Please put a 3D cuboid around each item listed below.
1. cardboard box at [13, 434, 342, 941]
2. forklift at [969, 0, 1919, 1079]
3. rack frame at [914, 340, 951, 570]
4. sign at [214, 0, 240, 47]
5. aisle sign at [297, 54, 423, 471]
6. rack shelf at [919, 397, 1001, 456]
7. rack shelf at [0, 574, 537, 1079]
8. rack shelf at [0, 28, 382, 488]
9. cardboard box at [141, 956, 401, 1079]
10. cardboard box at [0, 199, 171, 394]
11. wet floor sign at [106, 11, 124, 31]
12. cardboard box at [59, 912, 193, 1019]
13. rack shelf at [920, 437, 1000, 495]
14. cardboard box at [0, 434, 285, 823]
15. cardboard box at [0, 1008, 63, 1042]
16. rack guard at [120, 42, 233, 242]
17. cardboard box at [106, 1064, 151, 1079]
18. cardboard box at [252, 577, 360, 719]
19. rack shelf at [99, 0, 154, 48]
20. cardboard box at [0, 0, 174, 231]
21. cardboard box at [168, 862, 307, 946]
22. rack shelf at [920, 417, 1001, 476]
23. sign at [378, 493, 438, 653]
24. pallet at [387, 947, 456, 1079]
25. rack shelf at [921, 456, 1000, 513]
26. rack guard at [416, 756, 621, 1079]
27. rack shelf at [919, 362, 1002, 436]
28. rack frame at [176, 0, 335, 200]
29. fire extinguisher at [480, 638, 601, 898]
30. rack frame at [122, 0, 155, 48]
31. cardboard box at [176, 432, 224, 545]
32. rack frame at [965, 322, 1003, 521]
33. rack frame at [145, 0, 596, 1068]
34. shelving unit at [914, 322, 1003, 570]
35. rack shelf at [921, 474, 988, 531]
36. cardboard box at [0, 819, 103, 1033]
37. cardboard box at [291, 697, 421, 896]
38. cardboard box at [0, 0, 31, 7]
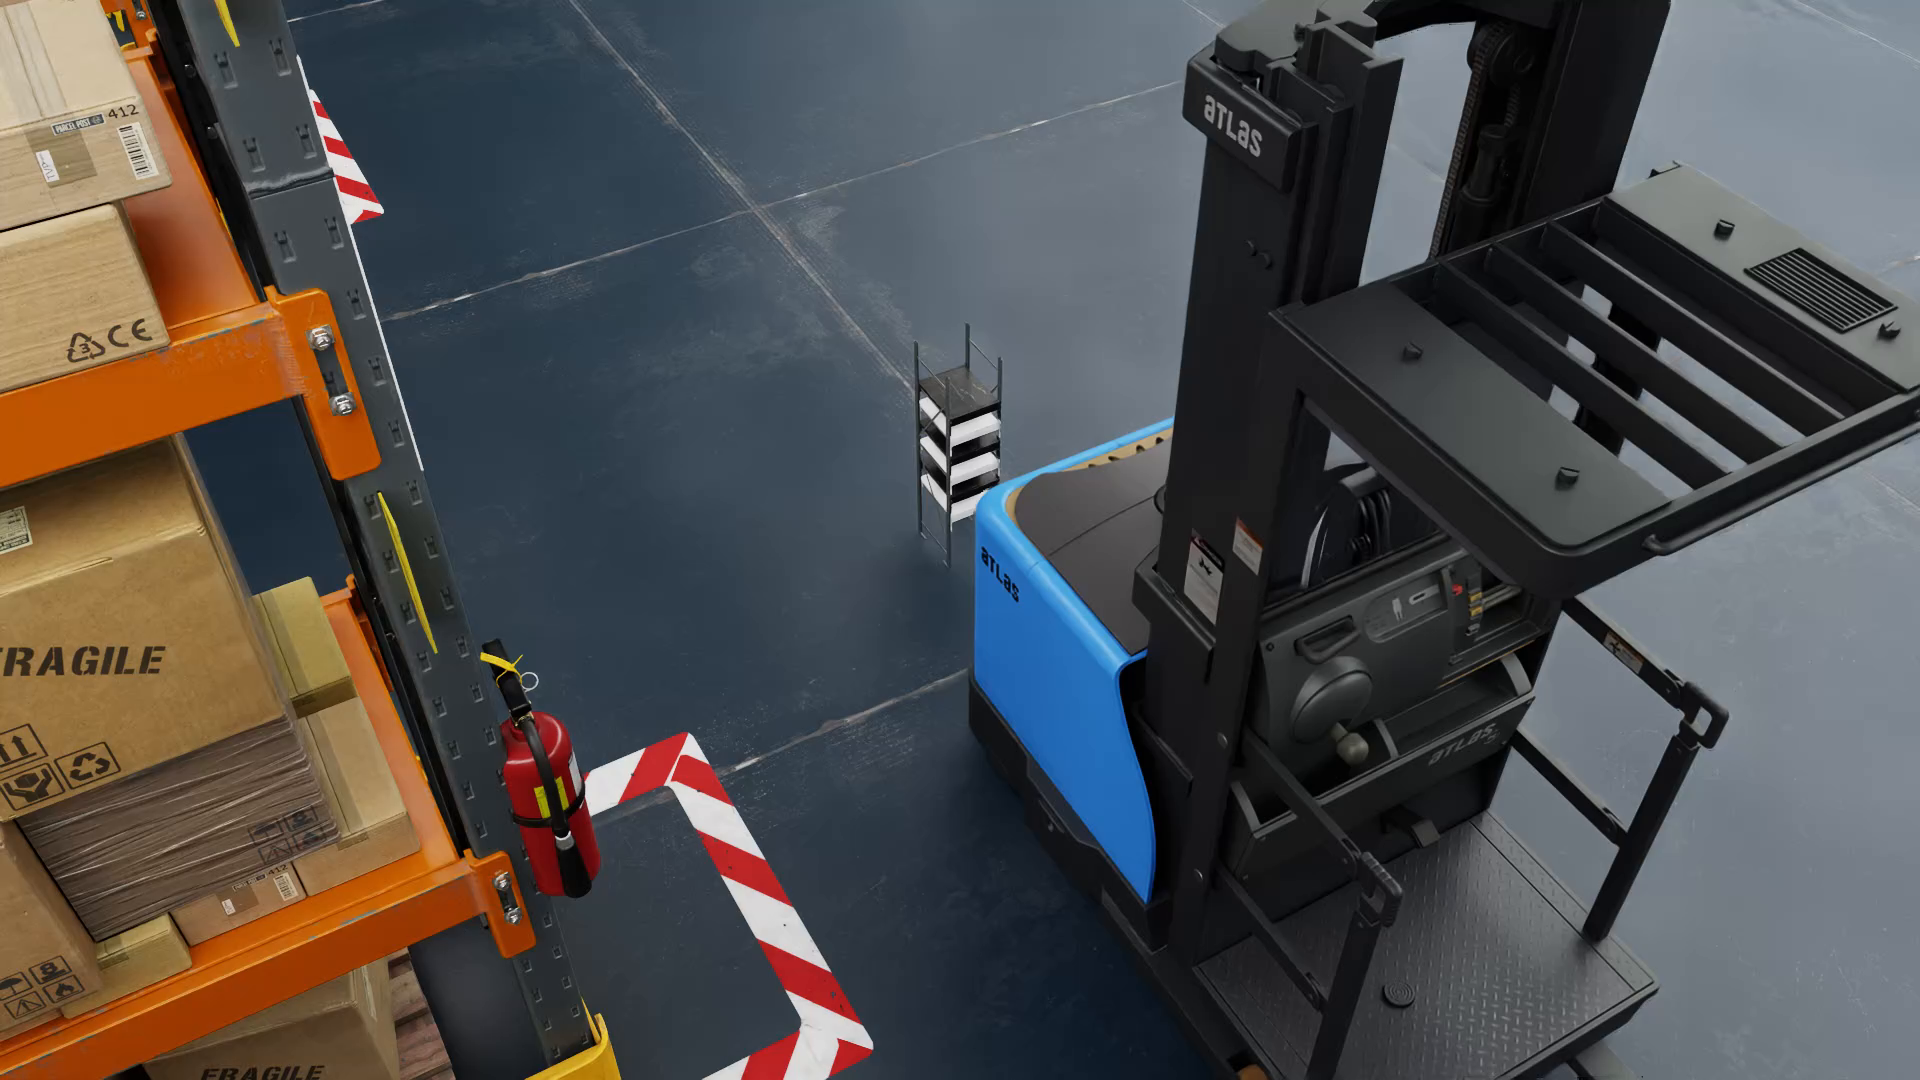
[{"bbox_3d":[-1.736,0.281,3.521,0.500,0.500,0.875,-22,48,-21],"label":"cardboard box"},{"bbox_3d":[1.199,0.306,3.830,1.130,2.935,3.031,-22,48,-21],"label":"forklift"},{"bbox_3d":[-0.095,-0.285,5.897,0.006,0.900,0.240,-22,48,-21],"label":"rack frame"},{"bbox_3d":[-0.986,-0.802,2.133,0.005,0.325,0.100,-22,48,-21],"label":"sign"},{"bbox_3d":[-1.042,-0.524,2.769,0.004,0.787,0.394,-22,48,-21],"label":"aisle sign"},{"bbox_3d":[-0.007,-0.425,5.832,0.200,0.077,0.258,-22,48,-21],"label":"rack shelf"},{"bbox_3d":[-2.979,1.202,3.374,4.000,0.370,1.077,-22,48,-21],"label":"rack shelf"},{"bbox_3d":[-2.979,0.125,2.330,4.000,0.370,1.077,-22,48,-21],"label":"rack shelf"},{"bbox_3d":[-1.795,1.203,4.350,0.500,0.500,0.500,-14,46,-14],"label":"cardboard box"},{"bbox_3d":[-1.537,-0.452,2.516,0.500,0.250,0.500,-21,48,-20],"label":"cardboard box"},{"bbox_3d":[-4.590,-3.141,9.024,0.232,0.644,0.267,-30,52,-27],"label":"wet floor sign"},{"bbox_3d":[-1.798,0.768,3.486,0.250,0.149,0.380,-22,48,-21],"label":"cardboard box"},{"bbox_3d":[-0.007,-0.296,5.957,0.200,0.077,0.258,-22,48,-21],"label":"rack shelf"},{"bbox_3d":[-1.599,0.088,3.002,0.500,0.500,0.500,-22,48,-21],"label":"cardboard box"},{"bbox_3d":[-2.022,0.845,3.406,0.250,0.149,0.380,-22,48,-21],"label":"cardboard box"},{"bbox_3d":[-3.608,-1.892,7.840,0.348,0.500,1.175,-22,48,-21],"label":"rack guard"},{"bbox_3d":[-2.296,1.431,4.115,0.500,0.500,0.500,-10,45,-10],"label":"cardboard box"},{"bbox_3d":[-1.611,0.295,3.973,0.250,0.149,0.380,-22,48,-21],"label":"cardboard box"},{"bbox_3d":[-5.363,-1.828,6.497,4.000,0.370,1.077,-22,48,-21],"label":"rack shelf"},{"bbox_3d":[-1.331,-0.631,2.414,0.250,0.149,0.380,-22,48,-21],"label":"cardboard box"},{"bbox_3d":[-1.607,0.650,3.607,0.250,0.149,0.380,-22,48,-21],"label":"cardboard box"},{"bbox_3d":[-0.007,-0.361,5.894,0.200,0.077,0.258,-22,48,-21],"label":"rack shelf"},{"bbox_3d":[-0.986,0.063,2.973,0.005,0.325,0.100,-22,48,-21],"label":"sign"},{"bbox_3d":[-2.033,1.537,4.514,1.213,0.211,1.003,-22,48,-21],"label":"pallet"},{"bbox_3d":[-0.007,-0.232,6.020,0.200,0.077,0.258,-22,48,-21],"label":"rack shelf"},{"bbox_3d":[-1.311,1.173,4.682,0.348,0.500,1.175,-22,48,-21],"label":"rack guard"},{"bbox_3d":[-0.007,-0.490,5.769,0.200,0.077,0.258,-22,48,-21],"label":"rack shelf"},{"bbox_3d":[-1.245,-1.903,1.750,0.127,3.000,1.000,-22,48,-21],"label":"rack frame"},{"bbox_3d":[-0.916,0.516,3.620,0.183,0.674,0.296,-22,48,-21],"label":"fire extinguisher"},{"bbox_3d":[-3.629,-2.781,6.961,0.127,3.000,1.000,-22,48,-21],"label":"rack frame"},{"bbox_3d":[-1.858,-0.226,3.325,0.500,0.500,0.500,-22,48,-21],"label":"cardboard box"},{"bbox_3d":[0.081,-0.355,5.970,0.006,0.900,0.240,-22,48,-21],"label":"rack frame"},{"bbox_3d":[-1.245,0.250,3.839,0.127,3.000,1.000,-22,48,-21],"label":"rack frame"},{"bbox_3d":[-0.007,-0.320,5.934,0.210,0.900,0.258,-22,48,-21],"label":"shelving unit"},{"bbox_3d":[-0.007,-0.167,6.082,0.200,0.077,0.258,-22,48,-21],"label":"rack shelf"},{"bbox_3d":[-2.110,0.527,3.268,0.500,0.500,0.875,-22,48,-21],"label":"cardboard box"},{"bbox_3d":[-1.390,0.563,3.696,0.250,0.149,0.380,-22,48,-21],"label":"cardboard box"},{"bbox_3d":[-1.599,-0.960,2.753,0.250,0.149,0.380,-22,48,-21],"label":"cardboard box"}]
